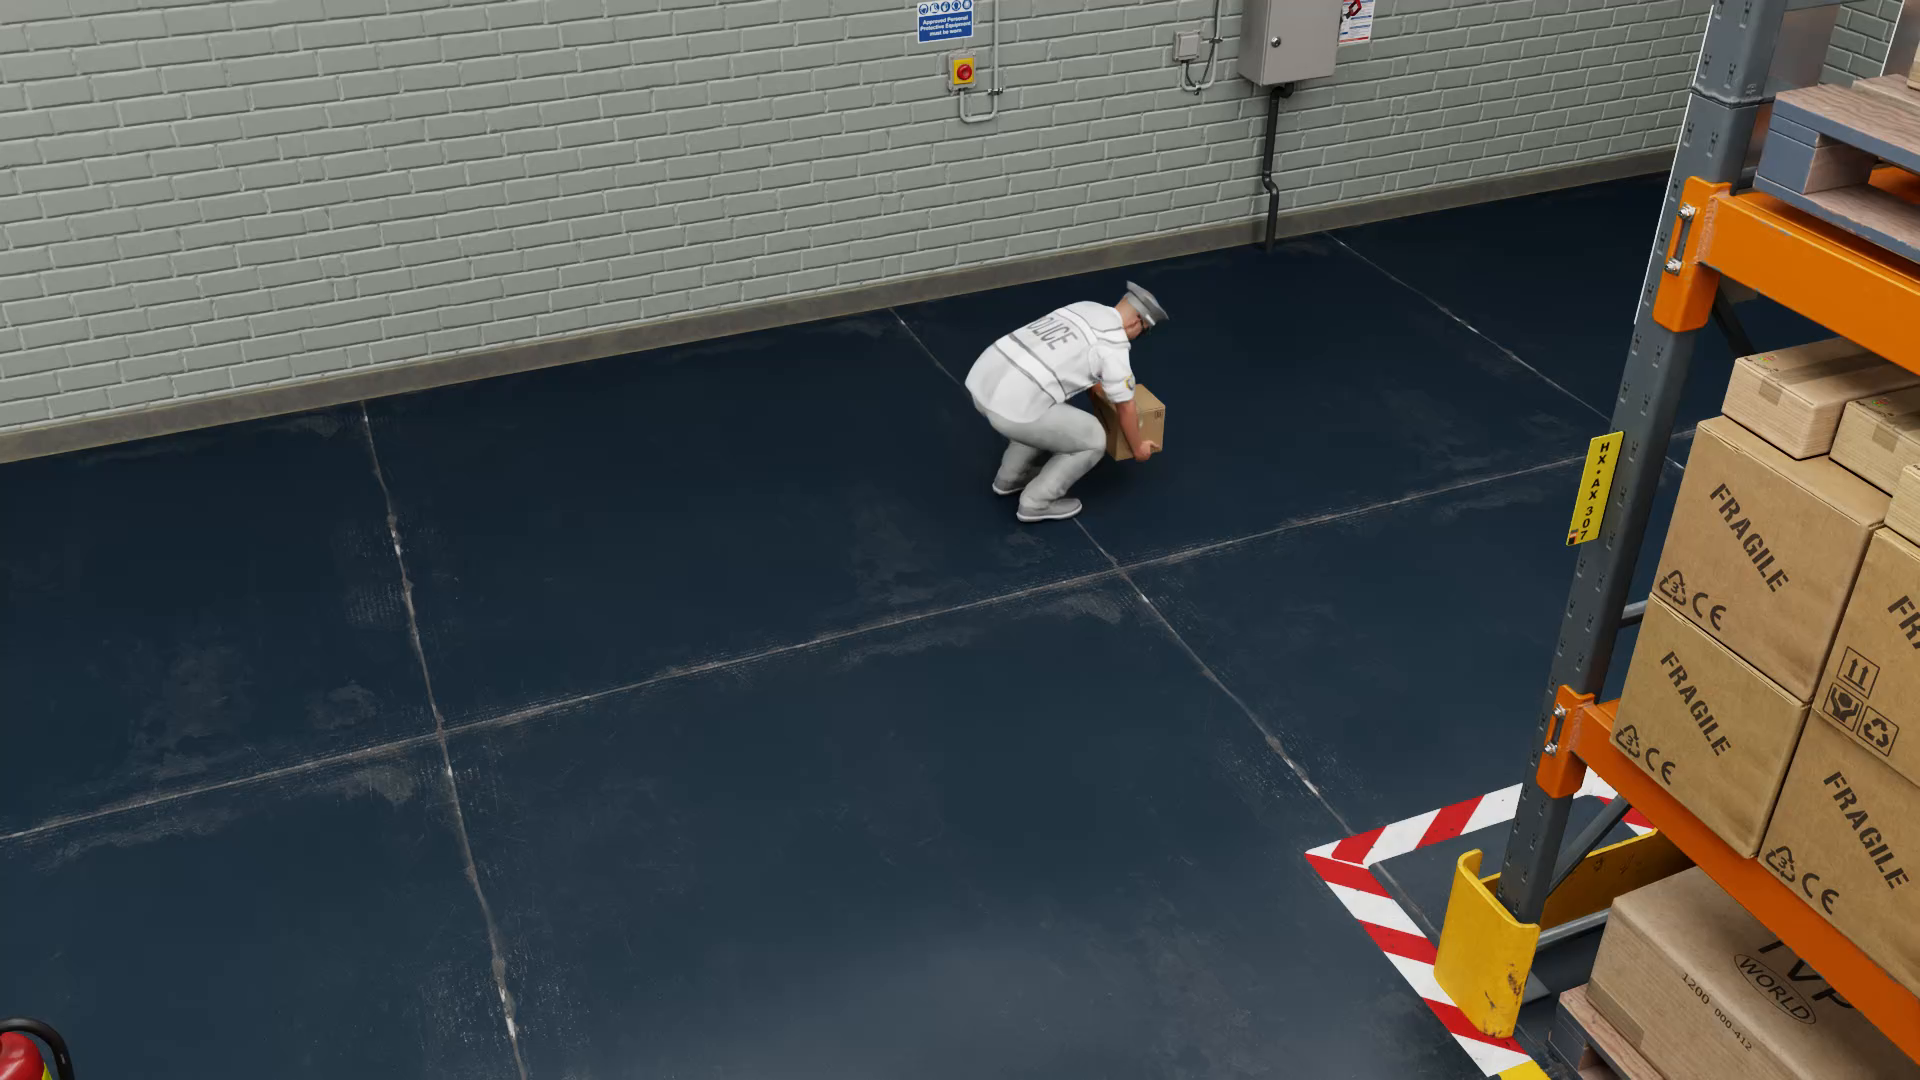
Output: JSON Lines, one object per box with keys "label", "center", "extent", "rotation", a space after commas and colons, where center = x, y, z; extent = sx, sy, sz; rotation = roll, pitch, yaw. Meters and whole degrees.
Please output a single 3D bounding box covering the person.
{"label": "person", "center": [0.516, -0.653, 7.800], "extent": [1.002, 1.023, 0.539], "rotation": [-14, 36, -20]}
